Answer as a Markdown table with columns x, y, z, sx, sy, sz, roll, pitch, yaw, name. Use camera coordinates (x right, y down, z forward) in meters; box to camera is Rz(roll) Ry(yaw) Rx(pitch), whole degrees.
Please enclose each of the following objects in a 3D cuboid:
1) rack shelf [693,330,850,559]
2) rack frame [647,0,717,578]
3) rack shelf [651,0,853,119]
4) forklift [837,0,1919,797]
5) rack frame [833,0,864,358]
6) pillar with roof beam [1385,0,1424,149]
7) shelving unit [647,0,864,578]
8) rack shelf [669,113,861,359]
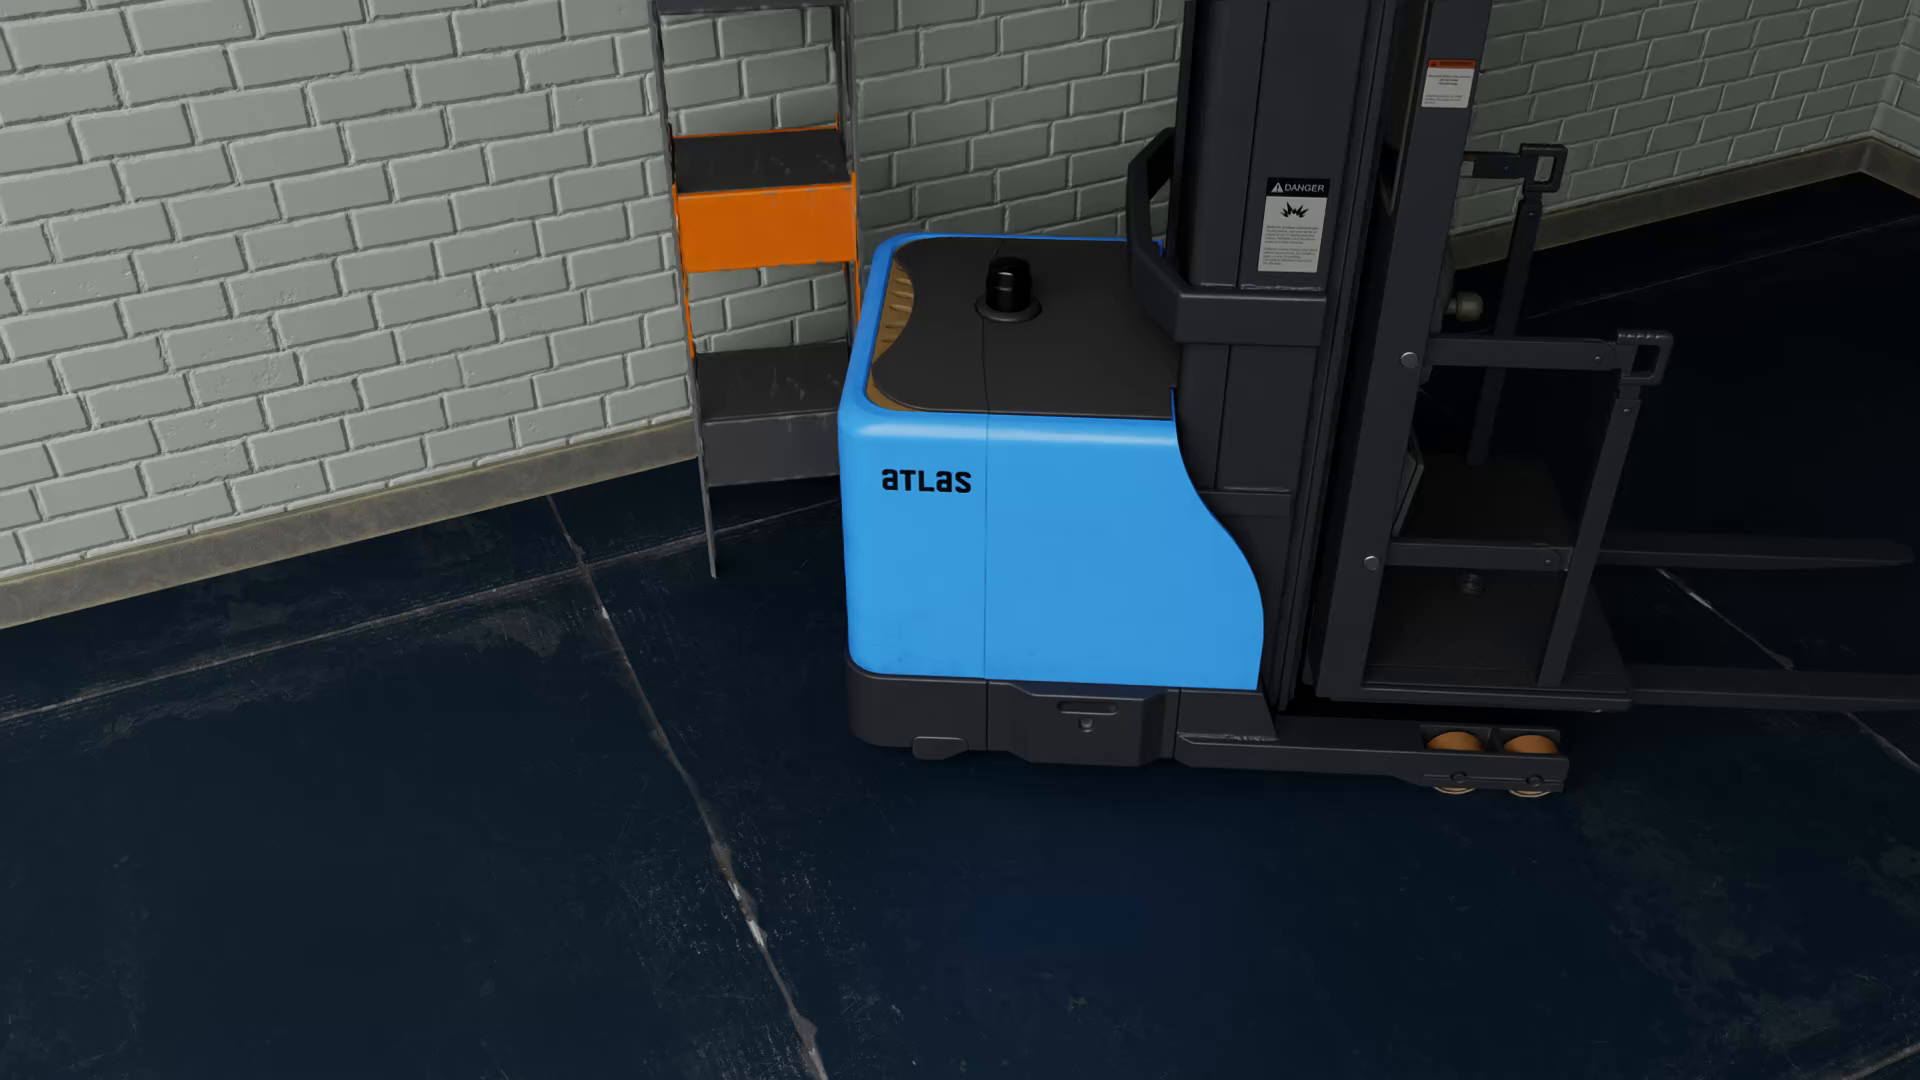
| x | y | z | sx | sy | sz | roll | pitch | yaw | name |
| --- | --- | --- | --- | --- | --- | --- | --- | --- | --- |
| -0.545 | -0.294 | 5.082 | 0.480 | 0.518 | 0.431 | -6 | 37 | -8 | rack shelf |
| -0.786 | -0.844 | 4.625 | 0.015 | 2.100 | 0.400 | -6 | 37 | -8 | rack frame |
| -0.545 | -1.419 | 4.248 | 0.480 | 0.518 | 0.431 | -6 | 37 | -8 | rack shelf |
| 1.236 | -0.834 | 3.914 | 3.031 | 2.935 | 1.130 | 2 | 37 | 3 | forklift |
| -0.305 | -0.892 | 4.690 | 0.015 | 2.100 | 0.400 | -6 | 37 | -8 | rack frame |
| 3.245 | -2.138 | 0.579 | 0.400 | 9.000 | 9.100 | -16 | 39 | -20 | pillar with roof beam |
| -0.545 | -0.868 | 4.657 | 0.503 | 2.100 | 0.431 | -6 | 37 | -8 | shelving unit |
| -0.545 | -0.857 | 4.665 | 0.480 | 0.518 | 0.431 | -6 | 37 | -8 | rack shelf |
